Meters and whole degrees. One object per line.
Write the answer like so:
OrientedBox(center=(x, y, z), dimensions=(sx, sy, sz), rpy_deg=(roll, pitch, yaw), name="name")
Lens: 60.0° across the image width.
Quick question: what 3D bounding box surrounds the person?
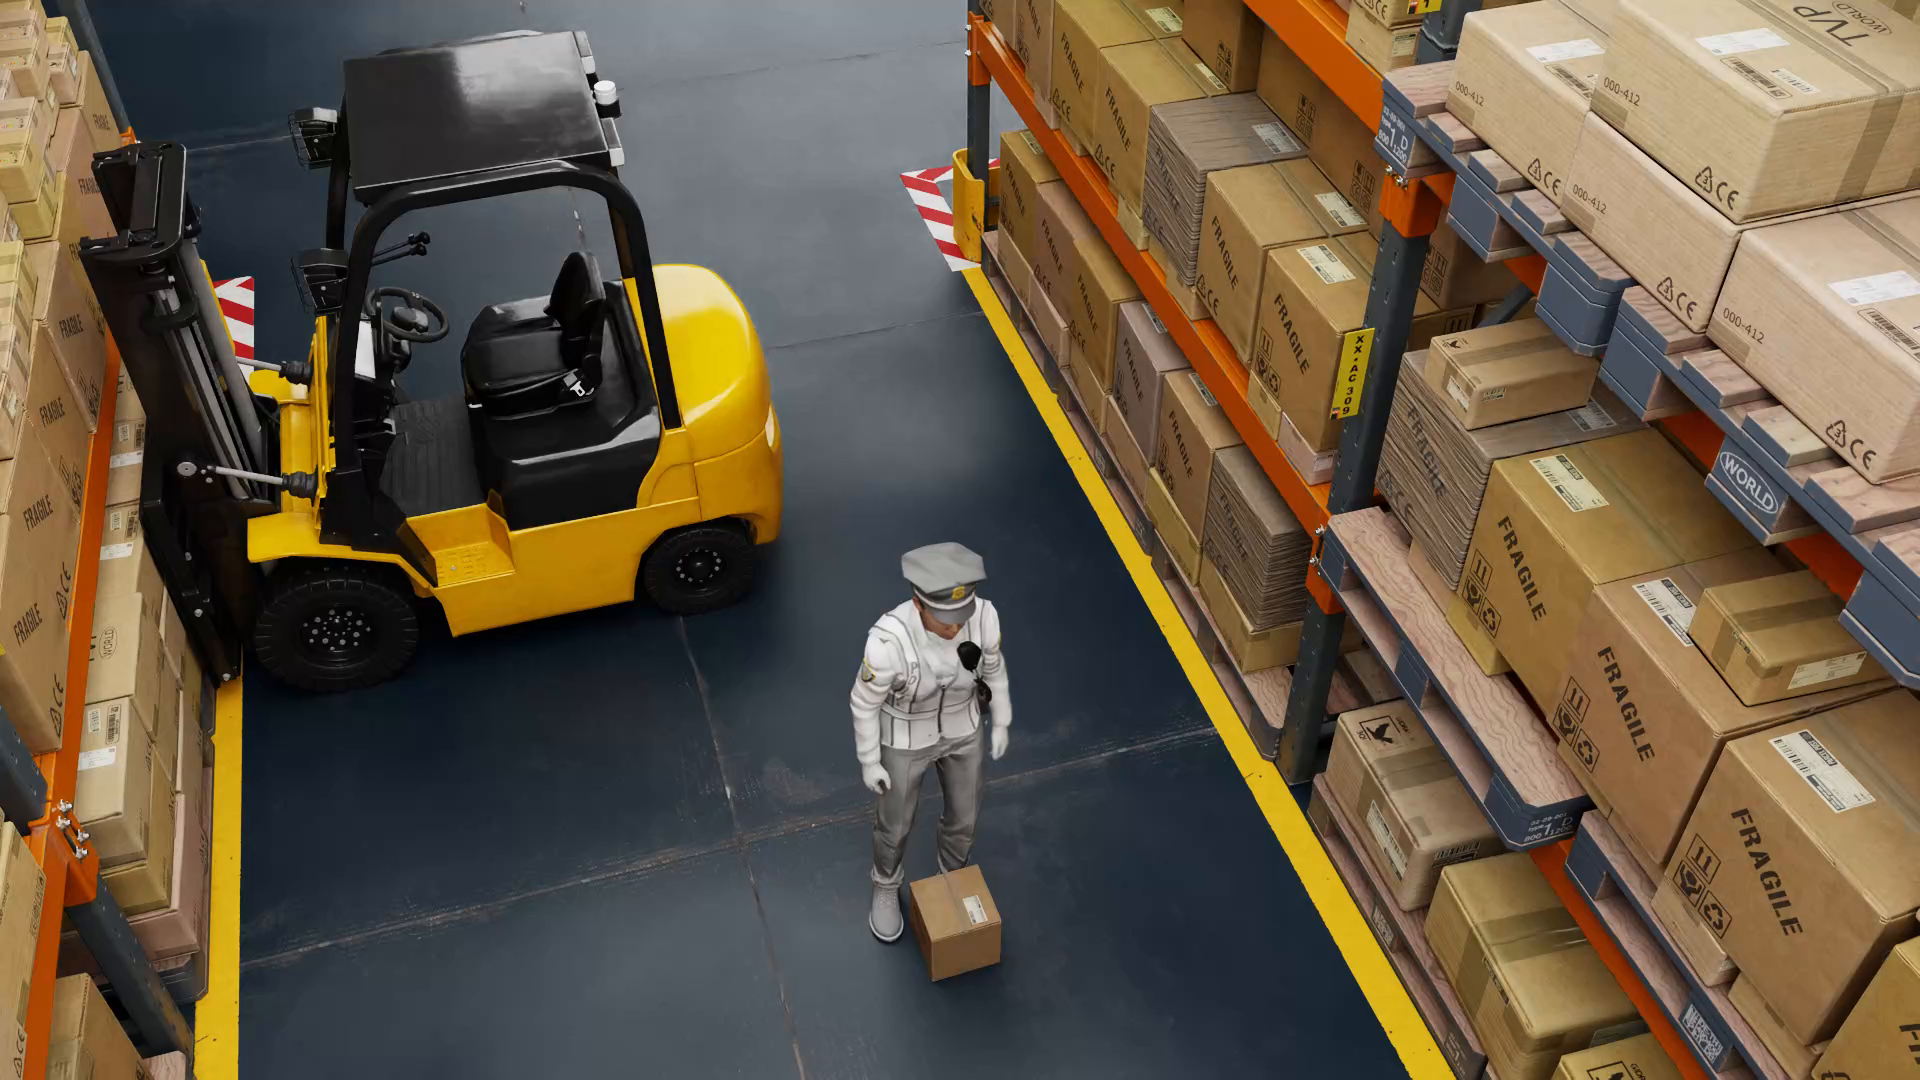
OrientedBox(center=(-0.081, 0.661, 5.434), dimensions=(0.547, 1.667, 0.408), rpy_deg=(-14, 44, -15), name="person")
